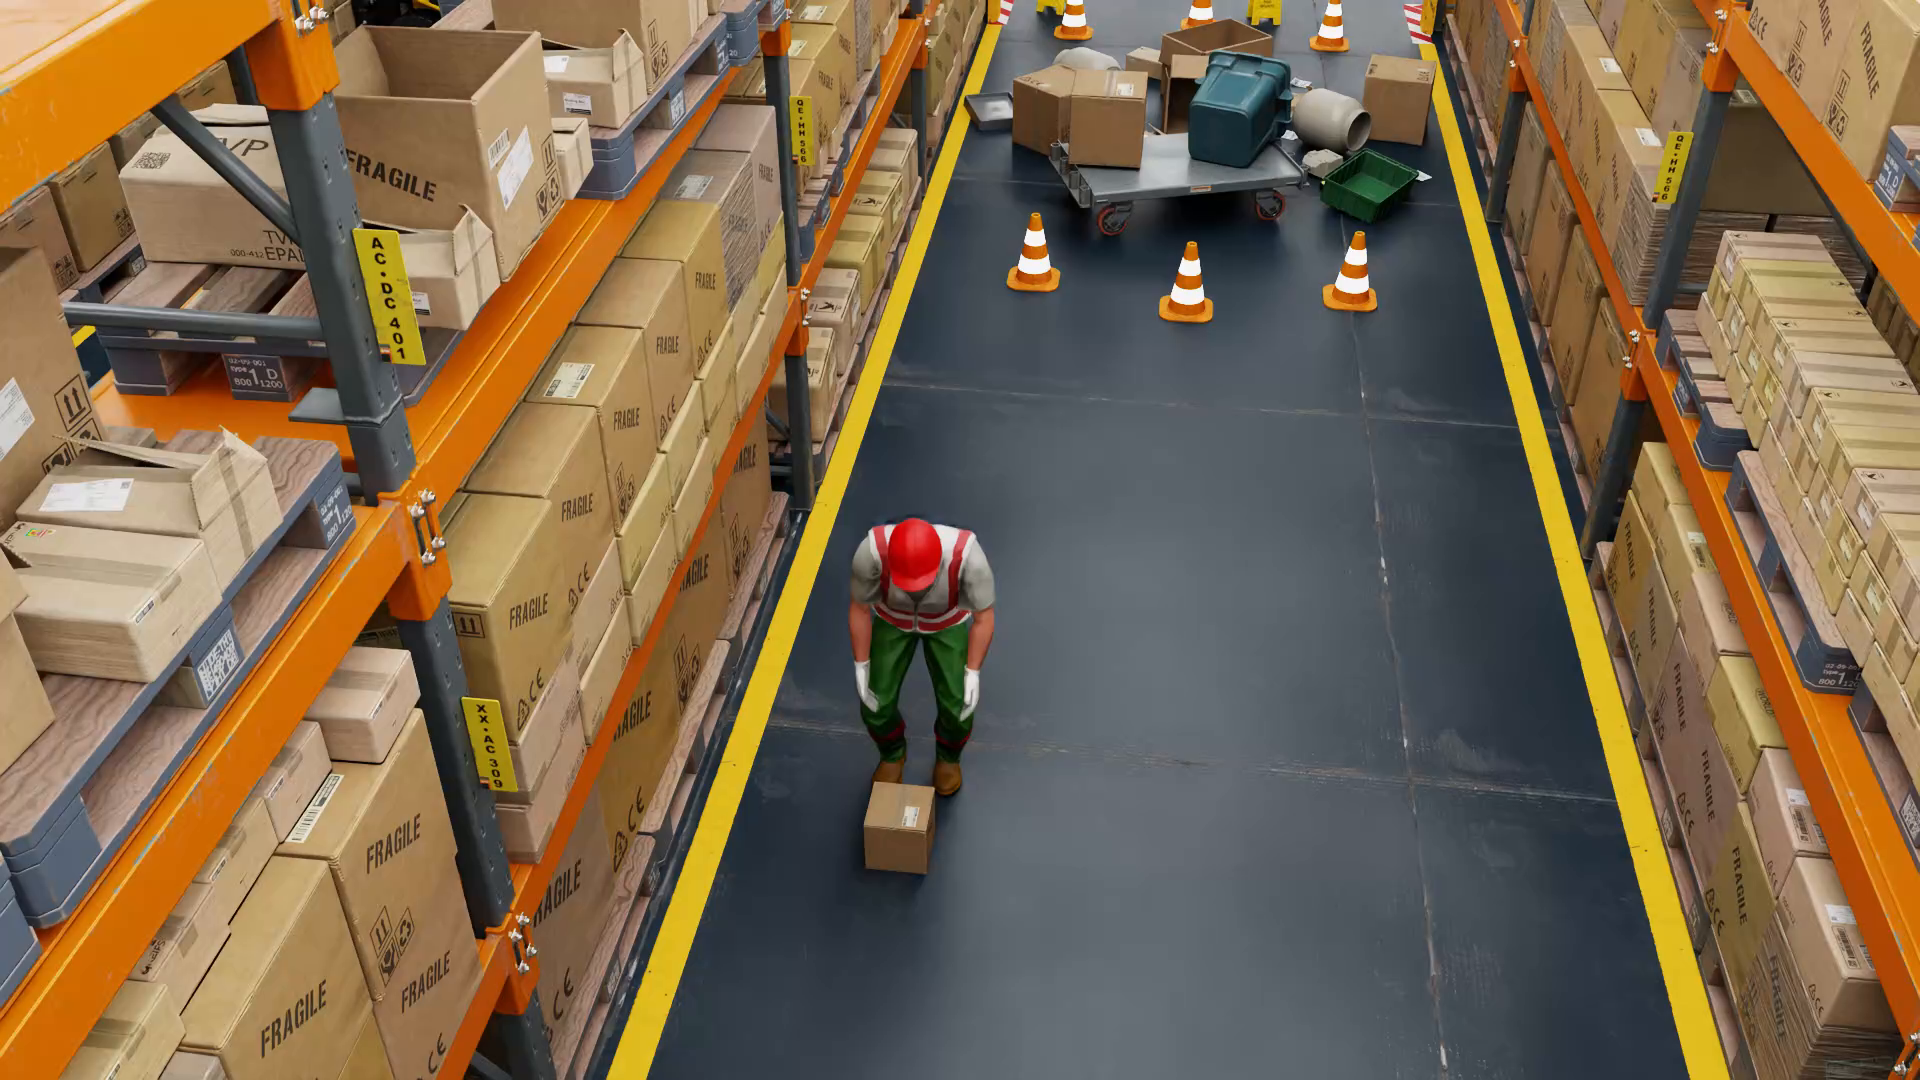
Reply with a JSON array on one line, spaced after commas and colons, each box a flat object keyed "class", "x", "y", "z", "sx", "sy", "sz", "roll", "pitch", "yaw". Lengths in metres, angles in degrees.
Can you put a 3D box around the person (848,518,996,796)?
[{"class": "person", "x": -0.143, "y": 0.420, "z": 6.685, "sx": 0.581, "sy": 1.500, "sz": 0.711, "roll": 5, "pitch": 36, "yaw": 6}]
